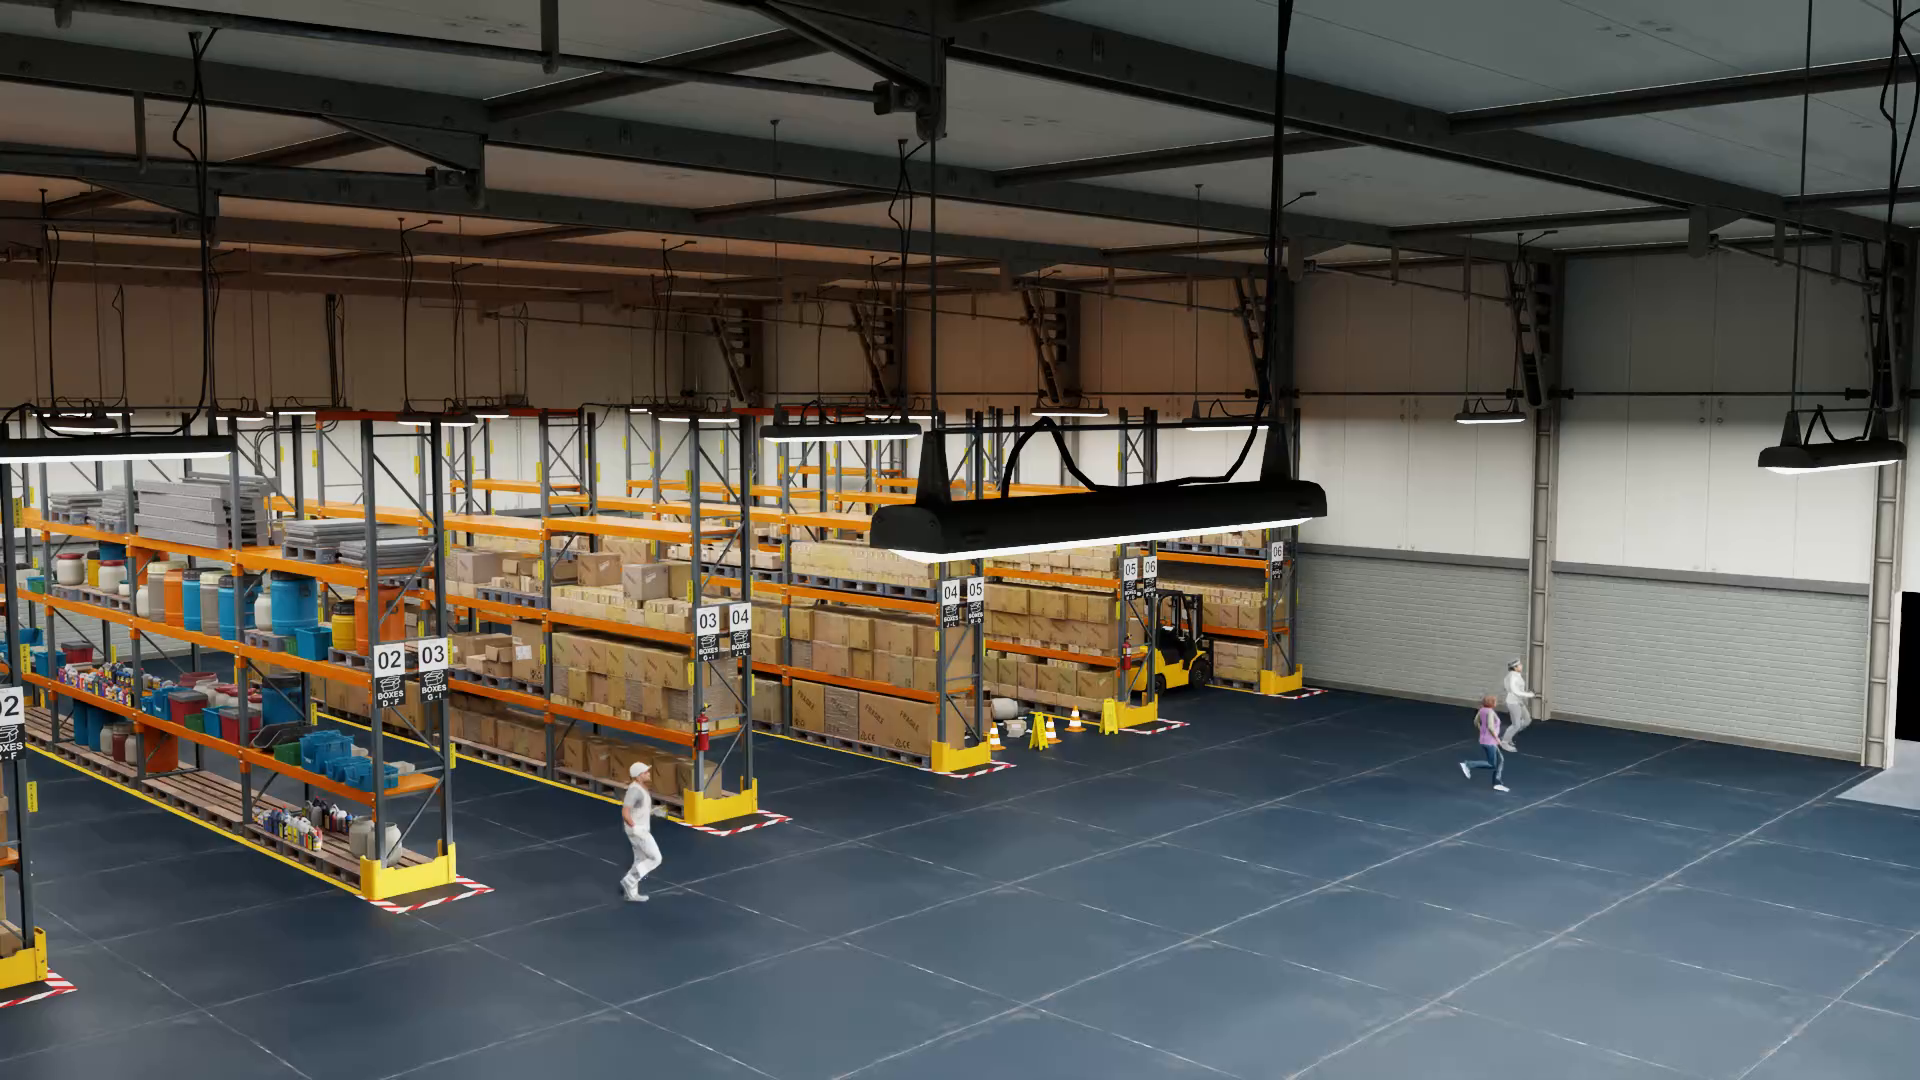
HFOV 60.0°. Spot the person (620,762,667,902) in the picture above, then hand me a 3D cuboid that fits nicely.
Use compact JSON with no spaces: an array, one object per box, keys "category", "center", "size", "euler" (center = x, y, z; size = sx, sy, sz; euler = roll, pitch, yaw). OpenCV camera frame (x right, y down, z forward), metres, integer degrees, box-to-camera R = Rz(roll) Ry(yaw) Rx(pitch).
[{"category":"person","center":[-3.943,3.623,20.699],"size":[0.600,1.749,0.636],"euler":[-1,5,-12]}]

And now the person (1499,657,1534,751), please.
[{"category":"person","center":[9.842,2.888,29.371],"size":[0.562,1.668,0.671],"euler":[2,5,20]}]

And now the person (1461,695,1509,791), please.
[{"category":"person","center":[8.364,3.234,26.456],"size":[0.800,1.569,0.538],"euler":[0,5,2]}]
